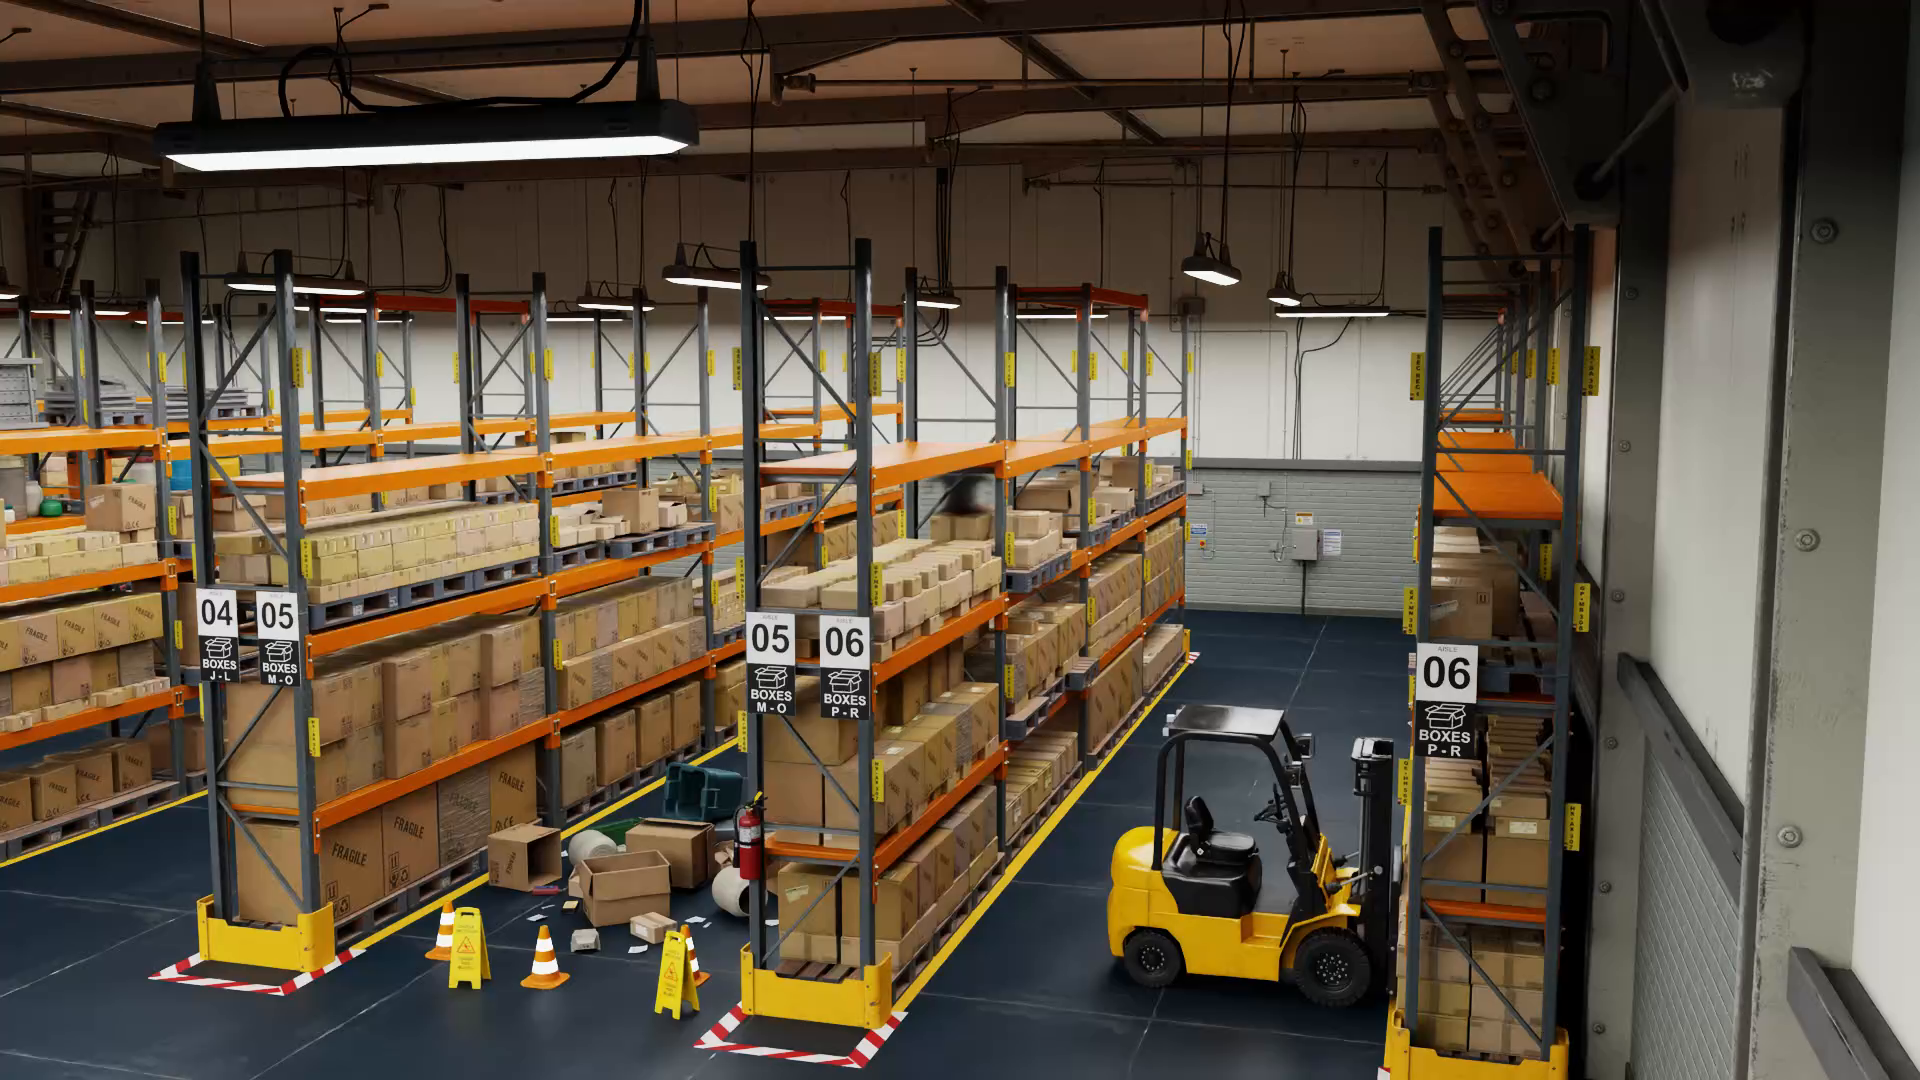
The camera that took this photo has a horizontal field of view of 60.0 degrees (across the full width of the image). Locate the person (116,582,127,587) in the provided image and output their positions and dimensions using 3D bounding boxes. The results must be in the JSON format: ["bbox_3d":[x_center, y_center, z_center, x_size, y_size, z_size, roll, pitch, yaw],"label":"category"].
[{"bbox_3d":[-14.090,1.121,28.272,0.529,1.728,1.047,2,7,14],"label":"person"}]
